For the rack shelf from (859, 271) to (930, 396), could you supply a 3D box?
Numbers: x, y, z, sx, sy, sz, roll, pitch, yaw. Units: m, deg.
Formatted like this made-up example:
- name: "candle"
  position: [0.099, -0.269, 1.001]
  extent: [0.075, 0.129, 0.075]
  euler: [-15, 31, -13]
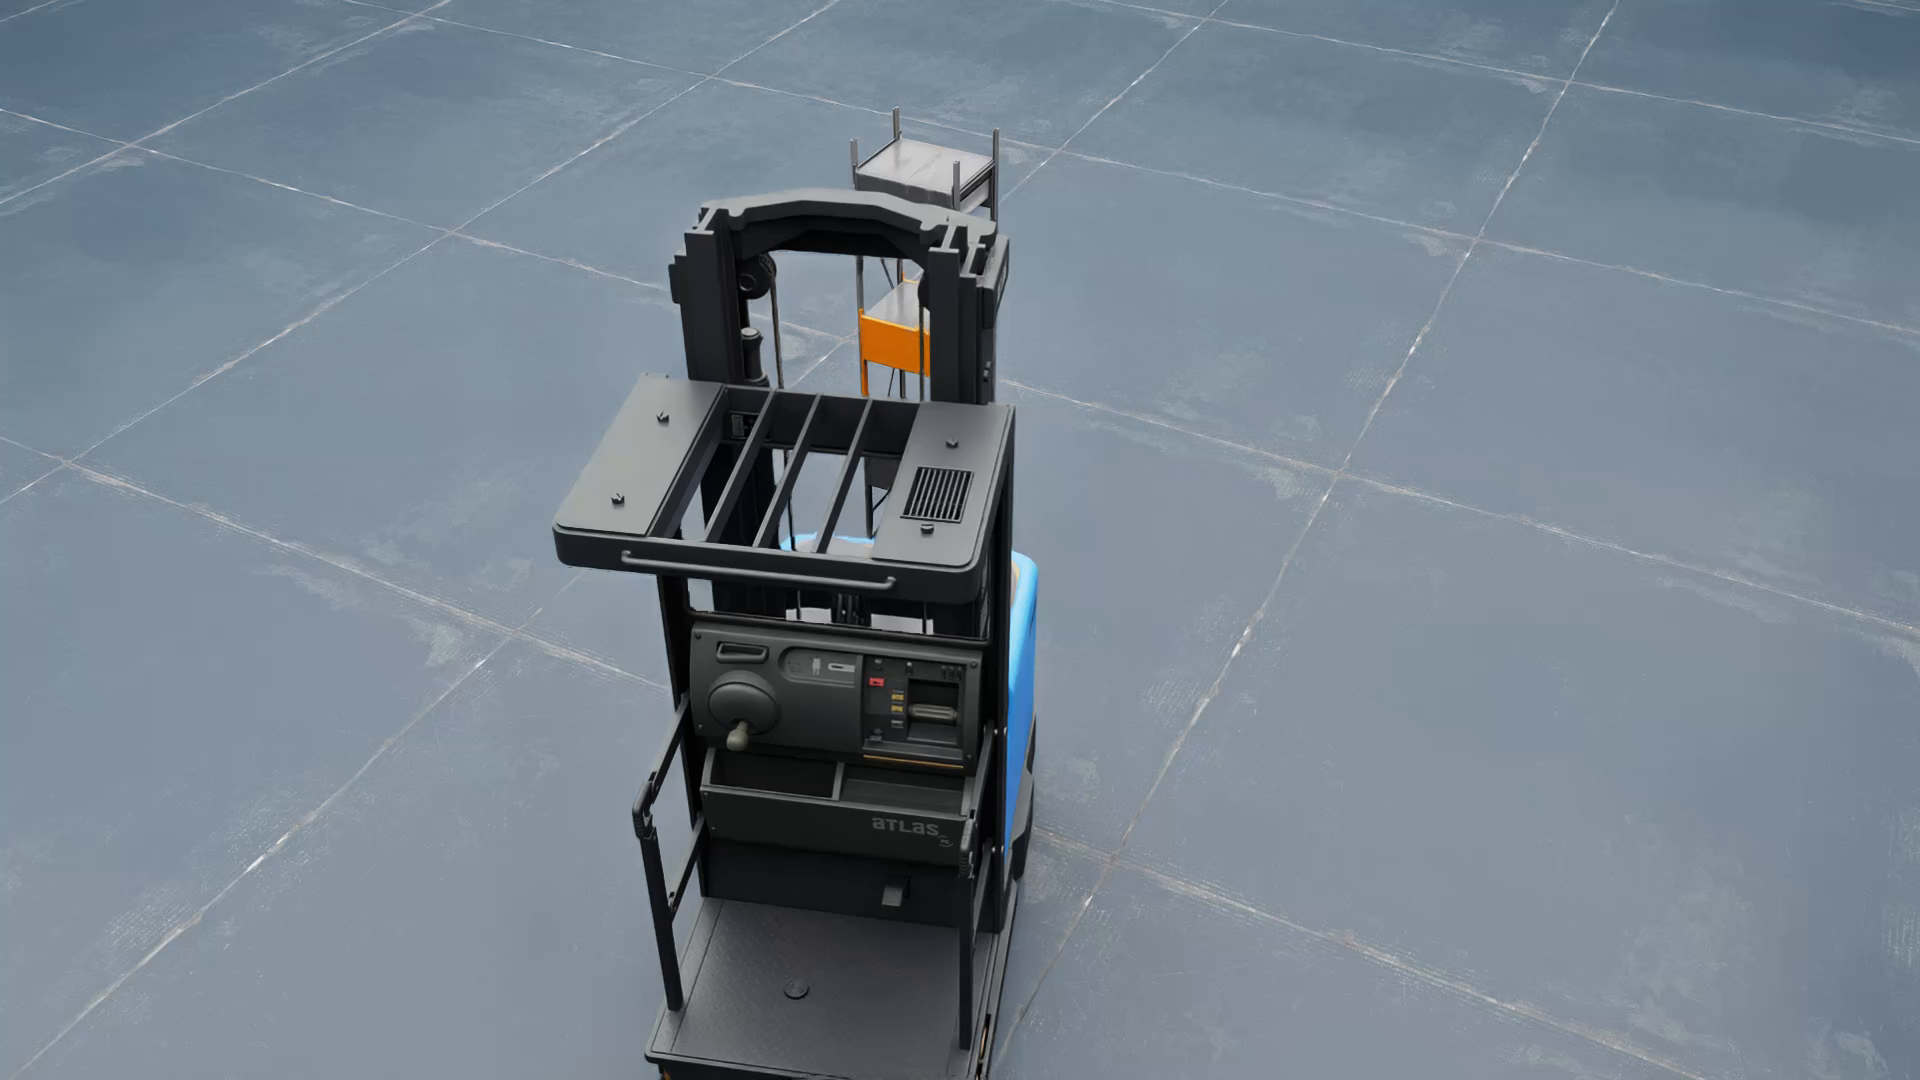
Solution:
- name: "rack shelf"
  position: [-0.147, -0.872, 7.684]
  extent: [0.480, 0.518, 0.431]
  euler: [17, 41, 21]

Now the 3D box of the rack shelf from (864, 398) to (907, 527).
- name: "rack shelf"
  position: [-0.147, -0.314, 8.107]
  extent: [0.480, 0.518, 0.431]
  euler: [17, 41, 21]

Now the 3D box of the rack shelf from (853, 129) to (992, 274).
- name: "rack shelf"
  position: [-0.147, -1.429, 7.261]
  extent: [0.480, 0.518, 0.431]
  euler: [17, 41, 21]

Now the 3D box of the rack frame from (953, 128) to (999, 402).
- name: "rack frame"
  position: [0.070, -0.815, 7.586]
  extent: [0.015, 2.100, 0.400]
  euler: [17, 41, 21]

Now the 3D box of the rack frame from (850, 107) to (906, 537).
- name: "rack frame"
  position: [-0.364, -0.950, 7.765]
  extent: [0.015, 2.100, 0.400]
  euler: [17, 41, 21]

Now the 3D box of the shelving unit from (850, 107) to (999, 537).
- name: "shelving unit"
  position: [-0.147, -0.882, 7.676]
  extent: [0.503, 2.100, 0.431]
  euler: [17, 41, 21]

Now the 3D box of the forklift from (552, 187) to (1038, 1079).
- name: "forklift"
  position: [-0.428, 0.570, 5.075]
  extent: [1.130, 2.935, 3.031]
  euler: [6, 38, 7]
